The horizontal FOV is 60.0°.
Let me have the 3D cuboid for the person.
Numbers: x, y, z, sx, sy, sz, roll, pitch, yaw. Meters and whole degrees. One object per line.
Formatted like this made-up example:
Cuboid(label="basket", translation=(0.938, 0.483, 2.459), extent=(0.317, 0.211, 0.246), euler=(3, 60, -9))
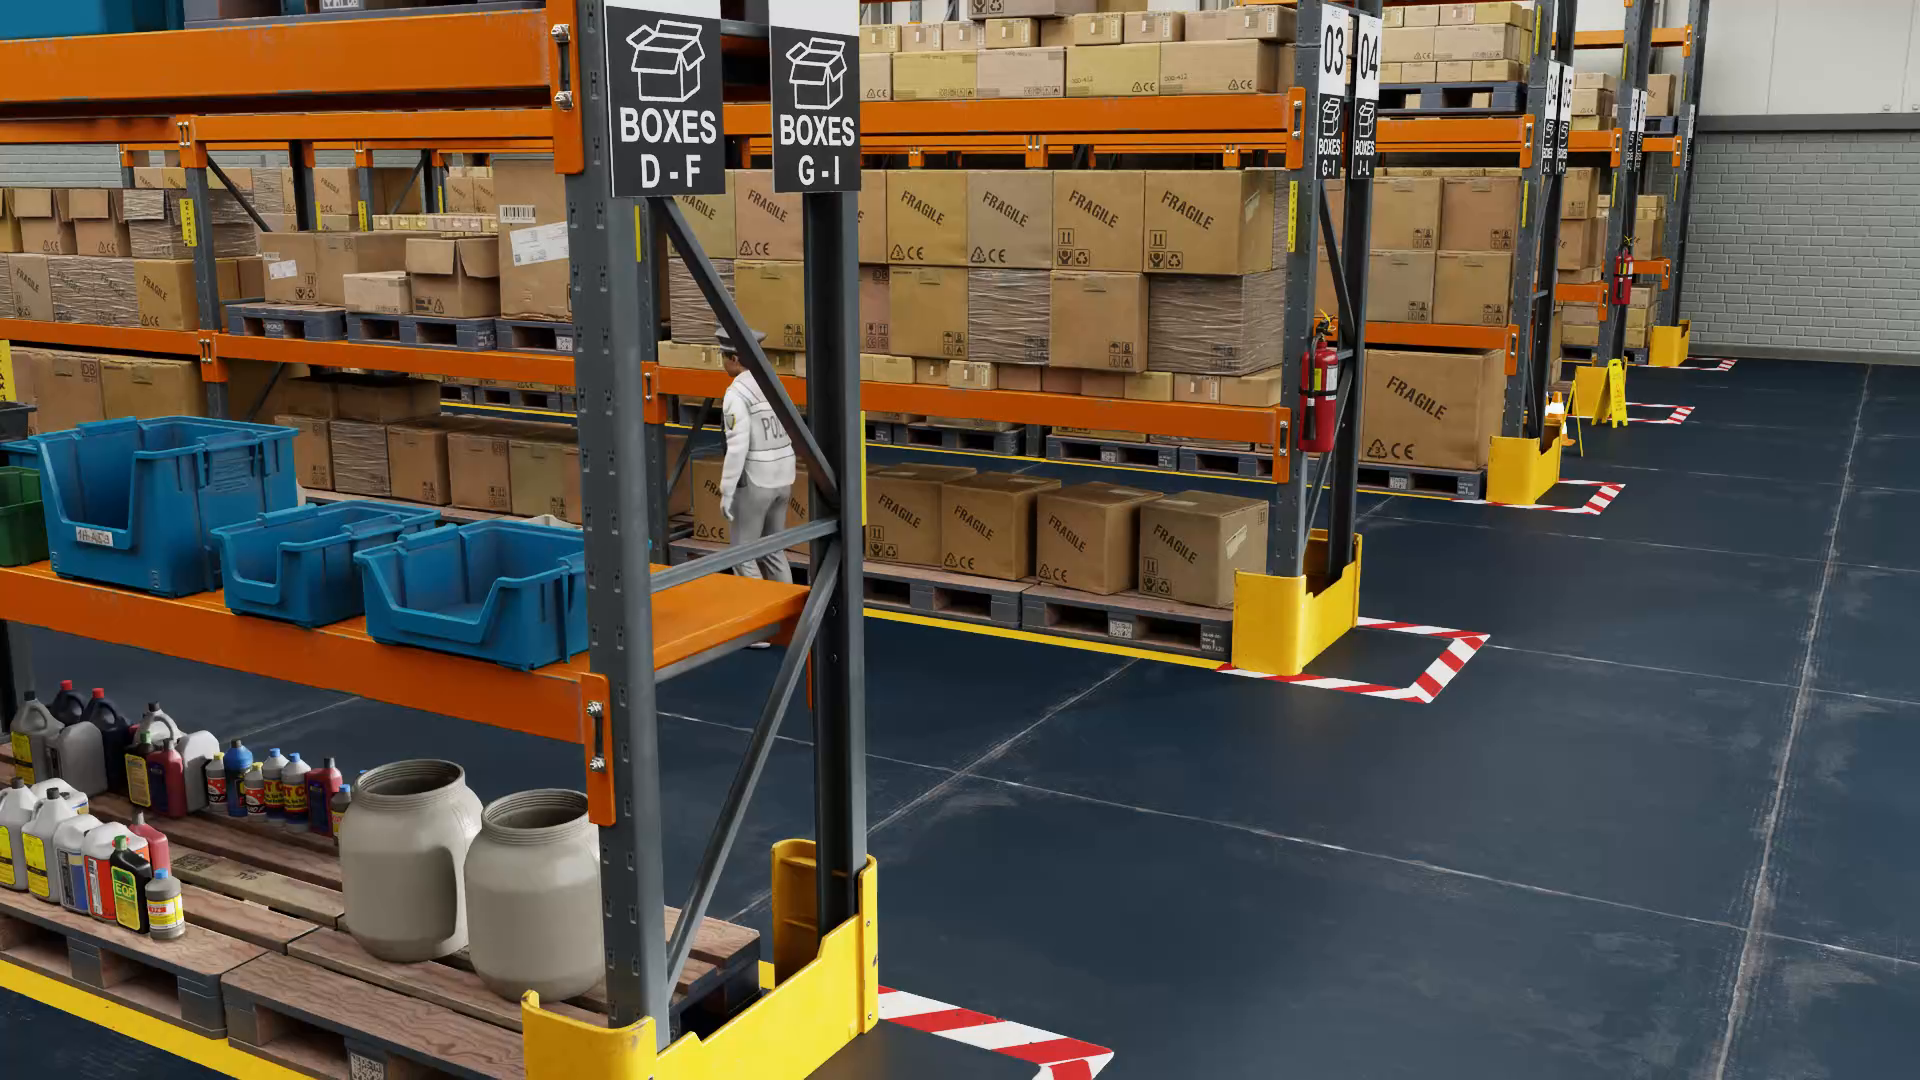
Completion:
Cuboid(label="person", translation=(-1.065, -0.269, 8.662), extent=(0.378, 1.663, 0.538), euler=(7, 14, 27))
